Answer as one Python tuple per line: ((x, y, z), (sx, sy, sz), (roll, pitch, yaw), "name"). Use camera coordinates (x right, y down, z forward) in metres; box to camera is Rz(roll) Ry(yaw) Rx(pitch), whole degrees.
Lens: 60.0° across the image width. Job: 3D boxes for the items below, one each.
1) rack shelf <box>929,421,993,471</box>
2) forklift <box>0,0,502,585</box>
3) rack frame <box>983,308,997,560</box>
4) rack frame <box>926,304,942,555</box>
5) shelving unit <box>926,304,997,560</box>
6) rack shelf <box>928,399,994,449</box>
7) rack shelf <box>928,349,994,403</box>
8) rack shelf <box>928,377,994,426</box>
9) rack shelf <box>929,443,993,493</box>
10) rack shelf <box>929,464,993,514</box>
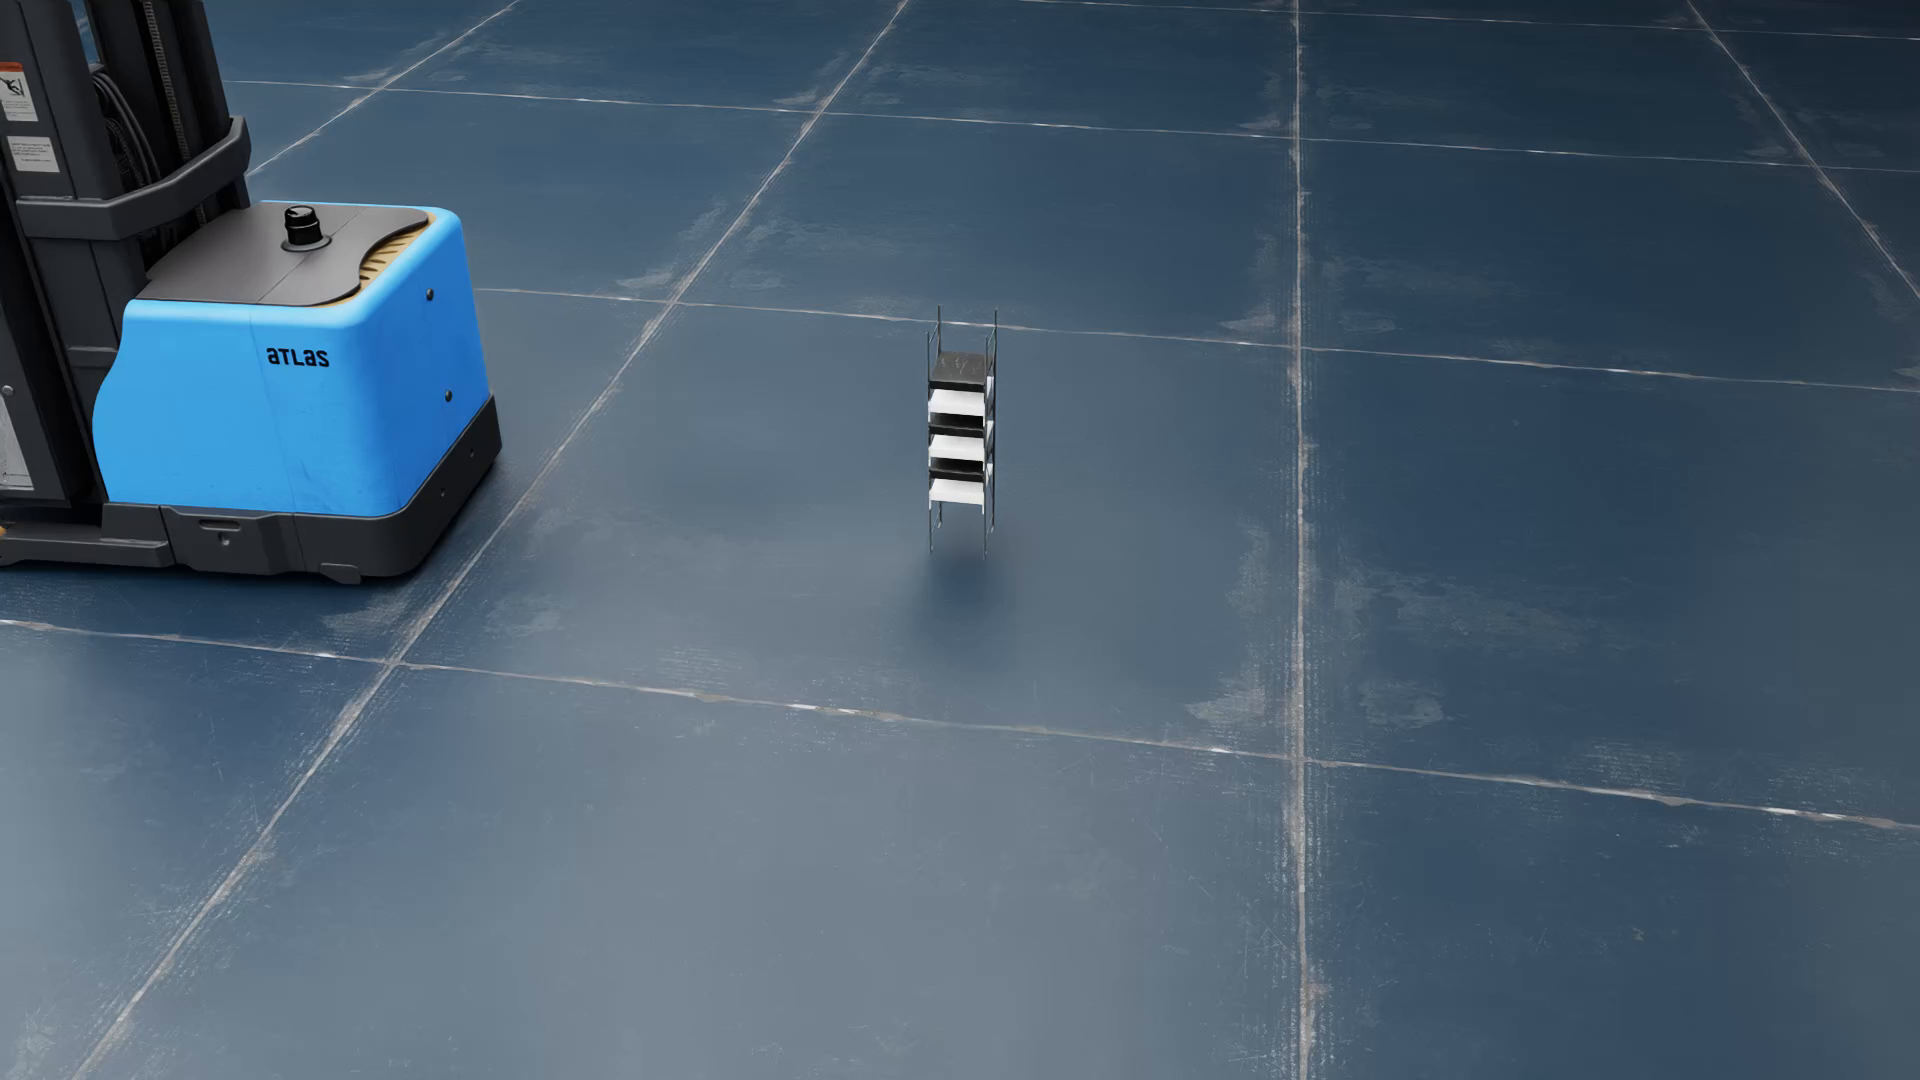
((0.008, -0.352, 6.028), (0.200, 0.077, 0.258), (5, 32, 8), "rack shelf")
((-3.399, -1.410, 5.741), (3.031, 2.935, 1.130), (3, 32, 5), "forklift")
((0.108, -0.372, 5.996), (0.006, 0.900, 0.240), (5, 32, 8), "rack frame")
((-0.092, -0.390, 6.025), (0.006, 0.900, 0.240), (5, 32, 8), "rack frame")
((0.008, -0.381, 6.010), (0.210, 0.900, 0.258), (5, 32, 8), "shelving unit")
((0.008, -0.429, 5.980), (0.200, 0.077, 0.258), (5, 32, 8), "rack shelf")
((0.008, -0.581, 5.884), (0.200, 0.077, 0.258), (5, 32, 8), "rack shelf")
((0.008, -0.505, 5.932), (0.200, 0.077, 0.258), (5, 32, 8), "rack shelf")
((0.008, -0.276, 6.076), (0.200, 0.077, 0.258), (5, 32, 8), "rack shelf")
((0.008, -0.200, 6.123), (0.200, 0.077, 0.258), (5, 32, 8), "rack shelf")
